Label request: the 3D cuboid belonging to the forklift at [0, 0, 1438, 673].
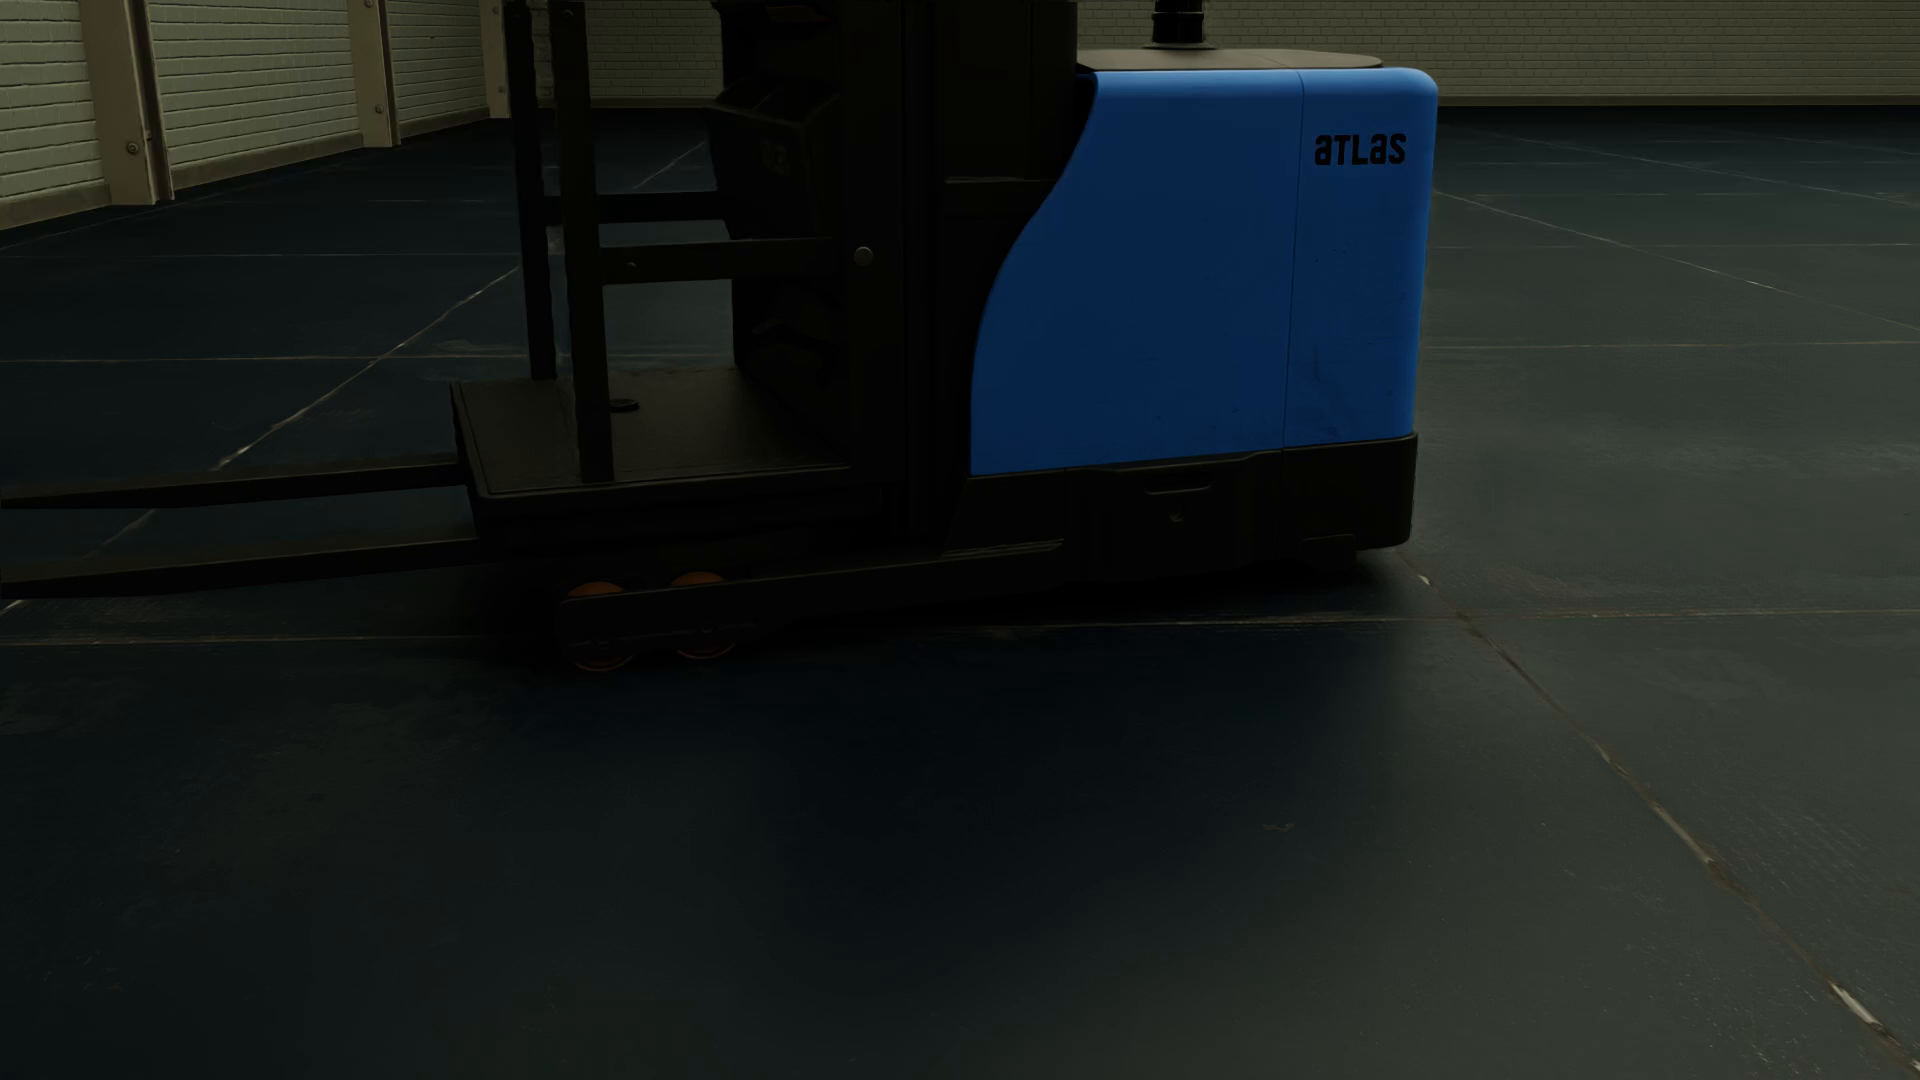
[{"bbox_3d":[-0.574,-1.328,3.247,3.031,2.935,1.130,-6,18,-18],"label":"forklift"}]
